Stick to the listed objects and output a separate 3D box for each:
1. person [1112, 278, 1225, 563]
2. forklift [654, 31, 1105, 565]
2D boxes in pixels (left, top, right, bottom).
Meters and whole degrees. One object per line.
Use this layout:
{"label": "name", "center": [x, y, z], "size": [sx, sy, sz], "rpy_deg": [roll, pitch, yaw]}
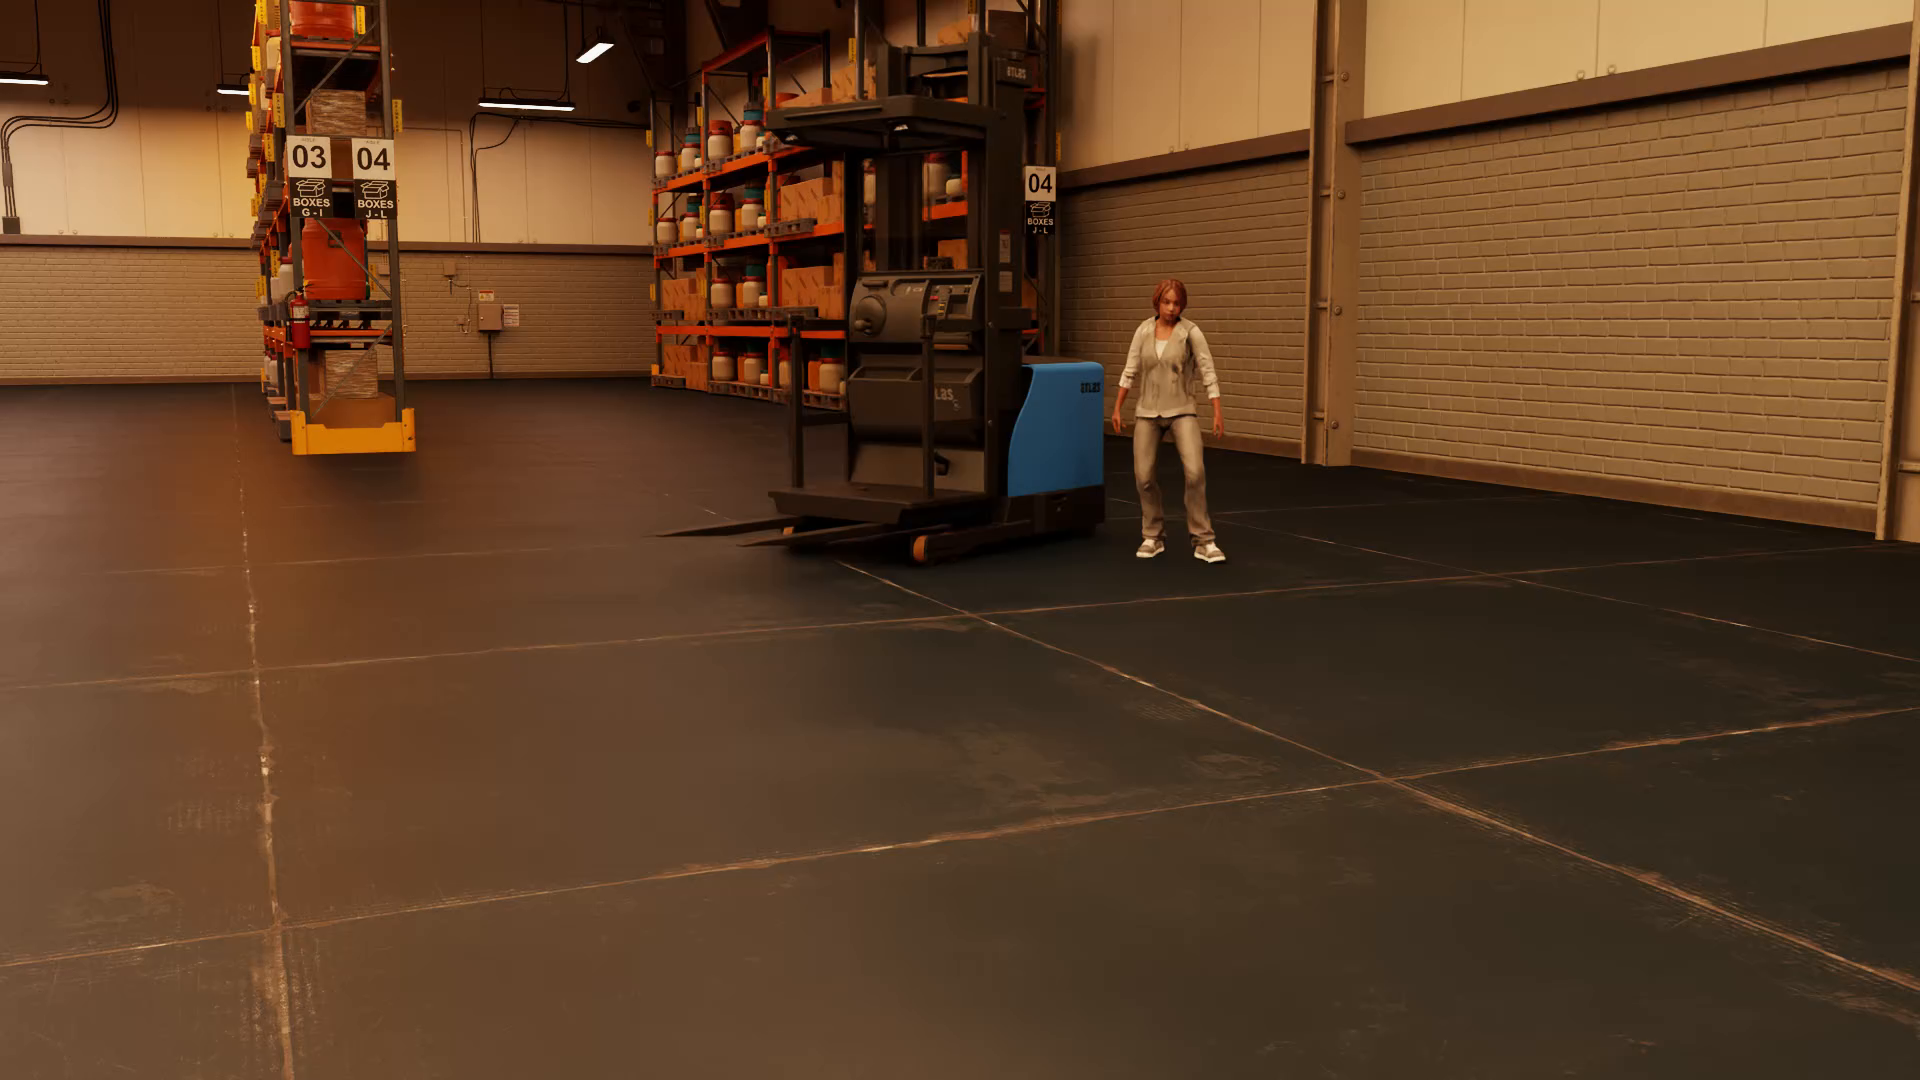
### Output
{"label": "person", "center": [1.183, -0.673, 9.315], "size": [0.725, 1.567, 0.397], "rpy_deg": [3, 8, 22]}
{"label": "forklift", "center": [-0.395, -1.388, 9.469], "size": [1.130, 2.935, 3.031], "rpy_deg": [6, 10, 38]}
